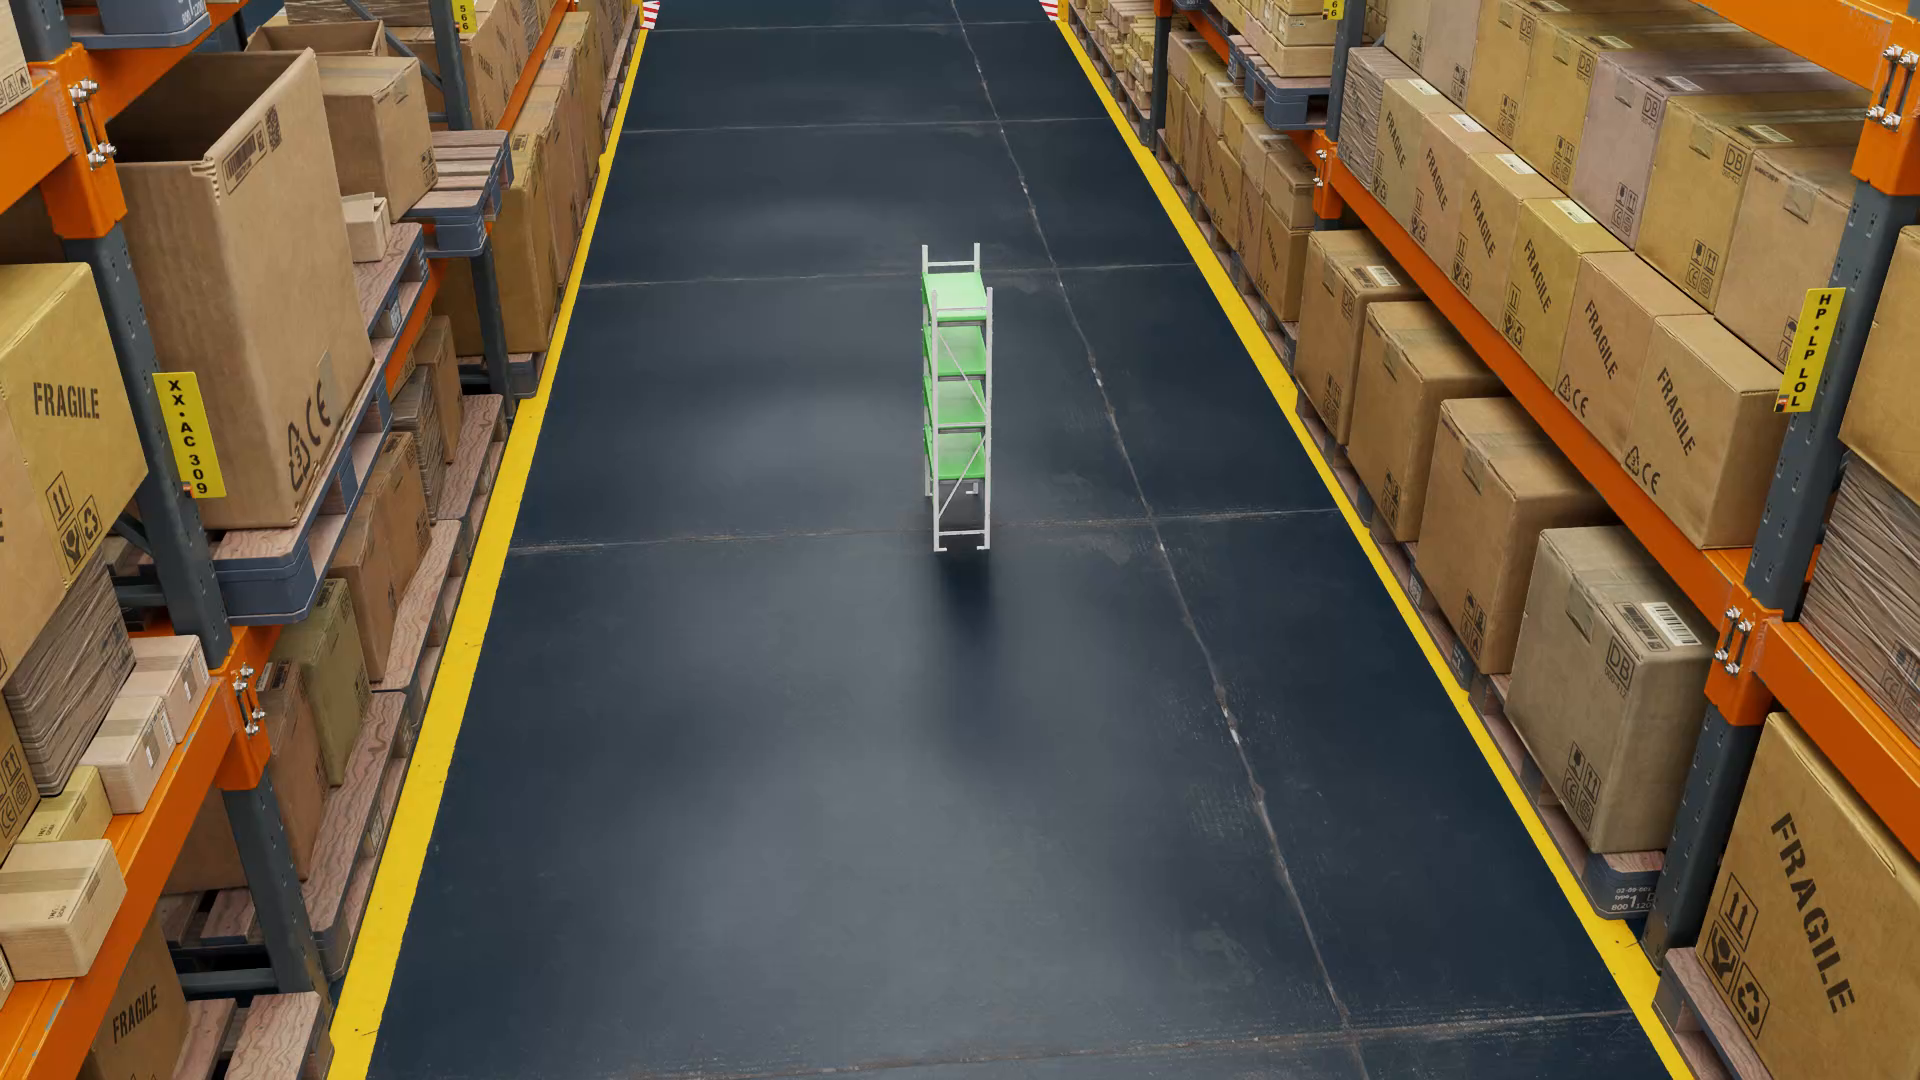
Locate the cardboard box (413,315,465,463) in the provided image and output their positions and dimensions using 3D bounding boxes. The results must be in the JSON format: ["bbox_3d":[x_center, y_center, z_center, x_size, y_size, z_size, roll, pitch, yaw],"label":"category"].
[{"bbox_3d":[-2.633,-0.657,7.434,0.700,0.500,0.500,-4,31,-7],"label":"cardboard box"}]

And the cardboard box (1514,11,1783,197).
[{"bbox_3d":[2.411,-1.530,5.814,0.700,0.500,0.500,-3,31,-5],"label":"cardboard box"}]

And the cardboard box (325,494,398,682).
[{"bbox_3d":[-2.456,0.199,6.000,0.700,0.500,0.500,-5,31,-9],"label":"cardboard box"}]

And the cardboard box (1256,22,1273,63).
[{"bbox_3d":[1.707,-2.498,8.342,0.380,0.149,0.250,-3,31,-5],"label":"cardboard box"}]

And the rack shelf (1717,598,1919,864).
[{"bbox_3d":[2.793,1.304,2.844,1.077,0.370,4.000,-3,31,-5],"label":"rack shelf"}]

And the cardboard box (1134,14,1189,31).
[{"bbox_3d":[1.526,-3.883,12.616,0.380,0.149,0.250,-2,31,-3],"label":"cardboard box"}]

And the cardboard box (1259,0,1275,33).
[{"bbox_3d":[1.706,-2.635,8.282,0.380,0.149,0.250,-2,31,-3],"label":"cardboard box"}]

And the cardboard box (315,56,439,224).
[{"bbox_3d":[-2.474,-1.552,6.416,0.700,0.500,0.500,2,31,3],"label":"cardboard box"}]

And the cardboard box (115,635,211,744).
[{"bbox_3d":[-2.029,0.363,3.962,0.380,0.149,0.250,-3,31,-5],"label":"cardboard box"}]

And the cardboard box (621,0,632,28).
[{"bbox_3d":[-3.324,-4.912,14.211,0.875,0.875,0.875,-3,31,-5],"label":"cardboard box"}]

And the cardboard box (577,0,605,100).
[{"bbox_3d":[-3.071,-3.534,11.903,0.875,0.875,0.875,-3,31,-5],"label":"cardboard box"}]

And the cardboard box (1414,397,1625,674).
[{"bbox_3d":[2.372,-0.046,6.186,1.050,0.750,0.750,-3,31,-5],"label":"cardboard box"}]

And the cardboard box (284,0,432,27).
[{"bbox_3d":[-2.768,-2.730,7.820,0.797,0.503,0.637,-2,31,-3],"label":"cardboard box"}]

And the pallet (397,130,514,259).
[{"bbox_3d":[-2.543,-1.441,6.925,1.213,0.211,1.003,-3,31,-5],"label":"pallet"}]

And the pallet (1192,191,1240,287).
[{"bbox_3d":[2.050,-1.892,10.211,1.003,0.211,1.213,-3,31,-5],"label":"pallet"}]

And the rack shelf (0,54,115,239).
[{"bbox_3d":[-2.155,0.202,1.763,1.077,0.370,4.000,-3,31,-5],"label":"rack shelf"}]

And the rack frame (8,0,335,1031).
[{"bbox_3d":[-2.342,0.160,4.057,1.000,3.000,0.127,-3,31,-5],"label":"rack frame"}]

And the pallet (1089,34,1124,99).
[{"bbox_3d":[1.643,-3.879,13.538,1.003,0.211,1.213,-3,31,-5],"label":"pallet"}]

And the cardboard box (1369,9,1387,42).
[{"bbox_3d":[2.341,-2.654,8.603,0.380,0.149,0.250,-1,31,-2],"label":"cardboard box"}]

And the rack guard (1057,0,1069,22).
[{"bbox_3d":[1.492,-5.041,15.202,1.175,0.500,0.348,-3,31,-5],"label":"rack guard"}]

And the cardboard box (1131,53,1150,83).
[{"bbox_3d":[1.475,-3.478,12.228,0.380,0.149,0.250,-4,31,-7],"label":"cardboard box"}]

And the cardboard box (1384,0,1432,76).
[{"bbox_3d":[2.264,-2.311,7.121,0.700,0.500,0.500,-3,31,-5],"label":"cardboard box"}]

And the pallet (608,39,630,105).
[{"bbox_3d":[-3.200,-3.744,13.312,1.003,0.211,1.213,-3,31,-5],"label":"pallet"}]

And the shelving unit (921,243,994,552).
[{"bbox_3d":[-0.015,-0.600,7.084,0.258,1.200,0.503,-3,31,-5],"label":"shelving unit"}]

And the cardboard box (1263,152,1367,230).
[{"bbox_3d":[1.907,-1.834,8.692,0.500,0.250,0.500,-3,31,-6],"label":"cardboard box"}]

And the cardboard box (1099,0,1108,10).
[{"bbox_3d":[1.338,-4.410,13.498,0.380,0.149,0.250,-2,31,-4],"label":"cardboard box"}]

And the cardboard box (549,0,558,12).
[{"bbox_3d":[-2.734,-3.489,10.068,0.500,0.500,0.500,-2,31,-3],"label":"cardboard box"}]

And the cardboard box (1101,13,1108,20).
[{"bbox_3d":[1.384,-4.309,13.909,0.380,0.149,0.250,-3,31,-4],"label":"cardboard box"}]

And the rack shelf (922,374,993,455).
[{"bbox_3d":[-0.015,-0.545,7.117,0.258,0.148,0.480,-3,31,-5],"label":"rack shelf"}]

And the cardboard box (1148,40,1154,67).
[{"bbox_3d":[1.566,-3.492,11.961,0.380,0.149,0.250,-2,31,-3],"label":"cardboard box"}]

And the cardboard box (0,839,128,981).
[{"bbox_3d":[-1.917,0.744,3.324,0.380,0.149,0.250,-3,31,-5],"label":"cardboard box"}]

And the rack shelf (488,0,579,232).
[{"bbox_3d":[-2.902,-2.595,9.370,1.077,0.370,4.000,-3,31,-5],"label":"rack shelf"}]

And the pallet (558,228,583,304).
[{"bbox_3d":[-2.825,-1.713,9.912,1.003,0.211,1.213,-3,31,-5],"label":"pallet"}]

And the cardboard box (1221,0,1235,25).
[{"bbox_3d":[1.636,-2.894,9.005,0.380,0.149,0.250,-4,31,-7],"label":"cardboard box"}]

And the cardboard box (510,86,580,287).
[{"bbox_3d":[-2.835,-1.959,9.268,1.225,0.875,0.875,-3,31,-4],"label":"cardboard box"}]

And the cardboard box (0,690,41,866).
[{"bbox_3d":[-2.350,0.479,3.136,0.875,0.500,0.500,-3,31,-5],"label":"cardboard box"}]

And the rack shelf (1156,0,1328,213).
[{"bbox_3d":[2.045,-2.781,9.682,1.077,0.370,4.000,-3,31,-5],"label":"rack shelf"}]

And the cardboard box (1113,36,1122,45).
[{"bbox_3d":[1.428,-3.916,13.251,0.380,0.149,0.250,-2,31,-4],"label":"cardboard box"}]

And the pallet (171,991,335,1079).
[{"bbox_3d":[-2.244,1.698,4.201,1.003,0.211,1.213,-3,31,-5],"label":"pallet"}]

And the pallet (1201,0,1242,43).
[{"bbox_3d":[2.006,-2.995,9.526,1.003,0.211,1.213,-3,31,-5],"label":"pallet"}]

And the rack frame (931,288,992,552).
[{"bbox_3d":[0.007,-0.475,6.875,0.240,1.200,0.015,-3,31,-5],"label":"rack frame"}]

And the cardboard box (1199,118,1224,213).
[{"bbox_3d":[1.777,-2.291,10.189,0.500,0.500,0.500,-2,31,-4],"label":"cardboard box"}]

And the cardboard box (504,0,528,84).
[{"bbox_3d":[-2.592,-2.711,8.766,0.500,0.500,0.500,-3,31,-5],"label":"cardboard box"}]

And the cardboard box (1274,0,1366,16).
[{"bbox_3d":[1.730,-2.625,7.974,0.380,0.149,0.250,-4,31,-7],"label":"cardboard box"}]

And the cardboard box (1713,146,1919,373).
[{"bbox_3d":[2.554,-0.752,4.511,0.700,0.500,0.500,-3,31,-5],"label":"cardboard box"}]

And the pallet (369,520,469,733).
[{"bbox_3d":[-2.533,0.335,6.483,1.003,0.211,1.213,-3,31,-5],"label":"pallet"}]

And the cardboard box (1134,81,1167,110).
[{"bbox_3d":[1.483,-3.251,12.138,0.380,0.149,0.250,-2,31,-4],"label":"cardboard box"}]

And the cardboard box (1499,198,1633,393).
[{"bbox_3d":[2.196,-0.839,5.632,0.500,0.500,0.500,-2,31,-4],"label":"cardboard box"}]

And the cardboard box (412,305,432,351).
[{"bbox_3d":[-2.623,-0.980,7.242,0.500,0.250,0.500,-2,31,-3],"label":"cardboard box"}]

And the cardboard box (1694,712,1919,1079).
[{"bbox_3d":[2.595,1.030,4.263,0.875,0.875,0.875,-2,31,-4],"label":"cardboard box"}]

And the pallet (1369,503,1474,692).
[{"bbox_3d":[2.342,0.156,6.783,1.003,0.211,1.213,-3,31,-5],"label":"pallet"}]

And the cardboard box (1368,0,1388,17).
[{"bbox_3d":[2.331,-2.800,8.557,0.380,0.149,0.250,-4,31,-6],"label":"cardboard box"}]

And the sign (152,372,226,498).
[{"bbox_3d":[-1.802,-0.242,3.886,0.100,0.325,0.005,-3,31,-5],"label":"sign"}]

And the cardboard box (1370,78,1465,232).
[{"bbox_3d":[2.056,-1.610,6.922,0.500,0.500,0.500,-3,31,-5],"label":"cardboard box"}]

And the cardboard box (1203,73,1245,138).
[{"bbox_3d":[1.760,-2.618,10.004,0.500,0.250,0.500,-2,31,-3],"label":"cardboard box"}]

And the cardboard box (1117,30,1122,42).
[{"bbox_3d":[1.458,-4.014,13.125,0.380,0.149,0.250,-4,31,-7],"label":"cardboard box"}]

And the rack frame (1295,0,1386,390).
[{"bbox_3d":[2.232,-2.069,7.788,1.000,3.000,0.127,-3,31,-5],"label":"rack frame"}]

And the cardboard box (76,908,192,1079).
[{"bbox_3d":[-2.344,1.259,4.246,0.500,0.500,0.500,-4,31,-6],"label":"cardboard box"}]

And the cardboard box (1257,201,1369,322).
[{"bbox_3d":[1.910,-1.499,8.863,0.500,0.500,0.500,-3,31,-5],"label":"cardboard box"}]
